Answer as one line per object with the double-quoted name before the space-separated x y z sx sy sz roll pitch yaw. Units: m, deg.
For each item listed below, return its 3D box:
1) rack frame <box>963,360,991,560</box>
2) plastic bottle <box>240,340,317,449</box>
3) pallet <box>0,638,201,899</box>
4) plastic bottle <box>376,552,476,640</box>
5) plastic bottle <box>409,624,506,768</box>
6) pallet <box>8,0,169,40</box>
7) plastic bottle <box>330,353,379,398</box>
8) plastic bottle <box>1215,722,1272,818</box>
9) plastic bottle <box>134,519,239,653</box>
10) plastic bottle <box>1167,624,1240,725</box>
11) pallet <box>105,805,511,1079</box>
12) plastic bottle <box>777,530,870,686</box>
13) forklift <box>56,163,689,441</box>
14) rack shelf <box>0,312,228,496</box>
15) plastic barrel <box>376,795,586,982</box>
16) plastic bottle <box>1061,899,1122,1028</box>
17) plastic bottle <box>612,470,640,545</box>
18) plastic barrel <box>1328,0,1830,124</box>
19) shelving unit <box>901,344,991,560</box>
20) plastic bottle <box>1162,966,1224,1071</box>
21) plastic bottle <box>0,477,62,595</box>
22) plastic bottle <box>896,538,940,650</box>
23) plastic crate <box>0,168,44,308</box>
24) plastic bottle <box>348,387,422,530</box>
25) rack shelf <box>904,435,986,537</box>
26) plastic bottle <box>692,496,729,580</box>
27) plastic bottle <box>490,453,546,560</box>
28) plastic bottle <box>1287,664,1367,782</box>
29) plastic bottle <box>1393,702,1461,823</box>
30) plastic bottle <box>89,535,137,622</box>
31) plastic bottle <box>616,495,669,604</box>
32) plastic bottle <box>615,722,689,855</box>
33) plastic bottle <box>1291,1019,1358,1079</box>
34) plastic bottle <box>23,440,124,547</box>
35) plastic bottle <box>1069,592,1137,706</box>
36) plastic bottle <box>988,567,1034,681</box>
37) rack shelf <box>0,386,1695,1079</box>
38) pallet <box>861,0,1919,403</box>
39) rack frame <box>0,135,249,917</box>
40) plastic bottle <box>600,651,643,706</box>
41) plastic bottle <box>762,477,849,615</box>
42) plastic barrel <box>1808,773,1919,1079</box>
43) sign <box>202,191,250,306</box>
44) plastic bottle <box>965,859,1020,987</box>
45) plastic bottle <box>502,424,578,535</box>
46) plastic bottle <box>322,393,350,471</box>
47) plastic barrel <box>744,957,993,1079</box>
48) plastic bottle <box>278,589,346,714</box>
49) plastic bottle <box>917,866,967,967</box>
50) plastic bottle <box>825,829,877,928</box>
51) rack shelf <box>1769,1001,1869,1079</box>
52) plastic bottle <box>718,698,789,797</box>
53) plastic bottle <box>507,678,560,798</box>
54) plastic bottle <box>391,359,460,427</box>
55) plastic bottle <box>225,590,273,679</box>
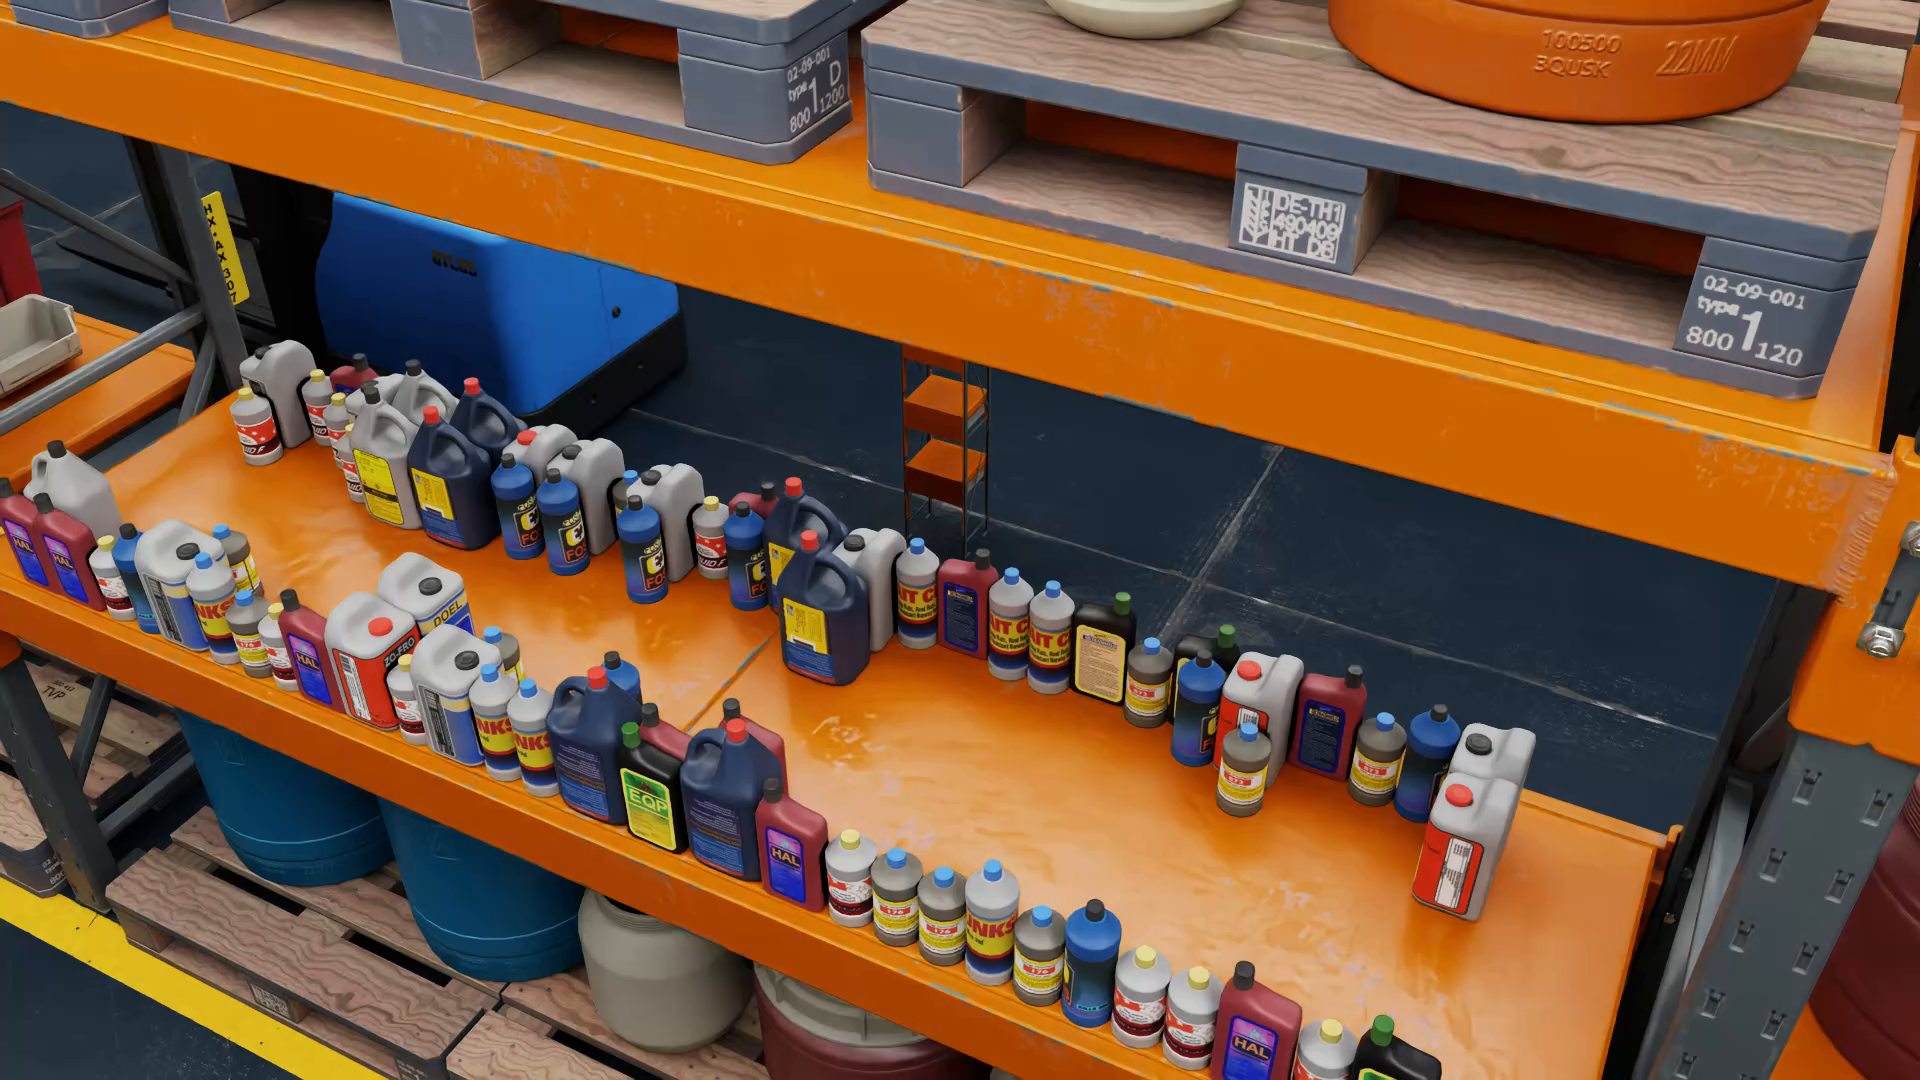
"rack frame" 0.061 -0.399 5.907 0.008 1.050 0.200 17 41 21
"plastic bottle" -1.796 -0.404 4.404 0.135 0.276 0.152 17 41 21
"pallet" -2.965 0.538 5.367 1.213 0.211 1.003 17 41 21
"plastic bottle" -1.166 0.169 3.649 0.135 0.276 0.152 17 41 21
"plastic bottle" -1.030 0.315 3.456 0.135 0.276 0.152 17 41 21
"pallet" -1.553 -1.343 3.214 1.003 0.211 1.213 17 41 21
"plastic bottle" -1.569 -0.367 4.349 0.133 0.283 0.061 17 41 21
"plastic bottle" 0.570 0.452 3.338 0.097 0.201 0.097 0 37 0
"plastic bottle" -1.733 0.095 3.747 0.135 0.276 0.152 17 41 21
"plastic bottle" 0.513 0.285 3.490 0.133 0.283 0.061 17 41 21
"pallet" -1.628 0.958 4.813 1.213 0.211 1.003 17 41 21
"plastic bottle" -0.300 0.136 3.631 0.185 0.351 0.144 17 41 21
"forklift" -2.708 -2.096 6.587 3.031 2.935 1.130 19 41 23
"rack shelf" -4.070 -0.659 5.232 4.000 0.370 1.077 17 41 21
"plastic barrel" -1.190 0.636 4.319 0.708 0.901 0.600 17 41 21
"plastic bottle" 0.230 0.730 2.913 0.097 0.271 0.097 0 37 0
"plastic bottle" -0.788 -0.077 4.035 0.097 0.201 0.097 0 37 0
"plastic barrel" 0.755 -0.970 1.863 0.708 0.830 0.600 17 41 21
"shelving unit" -0.048 -0.433 5.952 0.252 1.050 0.215 17 41 21
"plastic bottle" 0.403 0.812 2.863 0.097 0.201 0.097 0 37 0
"plastic bottle" -2.165 -0.012 3.881 0.133 0.283 0.061 17 41 21
"plastic bottle" -0.094 0.112 3.728 0.097 0.271 0.097 0 37 0
"plastic crate" -2.972 -0.822 4.749 0.583 0.464 0.402 17 41 21
"plastic bottle" -1.394 -0.212 4.090 0.185 0.351 0.144 17 41 21
"rack shelf" -0.048 -0.203 6.127 0.240 0.259 0.215 17 41 21
"plastic bottle" -0.582 -0.013 3.950 0.097 0.201 0.097 0 37 0
"plastic bottle" -1.064 -0.088 3.992 0.097 0.271 0.097 0 37 0
"plastic bottle" 0.751 0.360 3.392 0.133 0.283 0.061 17 41 21
"plastic bottle" 0.932 0.433 3.305 0.097 0.271 0.097 0 37 0
"plastic bottle" -1.936 0.080 3.828 0.097 0.201 0.097 0 37 0
"plastic bottle" -0.739 0.014 3.857 0.097 0.271 0.097 0 37 0
"plastic bottle" -0.595 0.480 3.234 0.133 0.283 0.061 17 41 21
"plastic bottle" 0.608 0.877 2.779 0.097 0.201 0.097 0 37 0
"plastic bottle" -2.095 -0.087 3.924 0.185 0.351 0.144 17 41 21
"plastic bottle" 0.308 0.221 3.575 0.133 0.283 0.061 17 41 21
"plastic bottle" 0.111 0.176 3.643 0.097 0.271 0.097 0 37 0
"rack shelf" -0.518 0.453 3.767 4.000 0.370 1.077 17 41 21
"pallet" 0.623 -0.662 2.316 1.213 0.211 1.003 17 41 21
"rack frame" -2.294 -0.389 4.282 0.127 3.000 1.000 17 41 21
"plastic bottle" -0.701 0.341 3.427 0.097 0.271 0.097 0 37 0
"plastic bottle" -0.349 0.016 3.788 0.185 0.351 0.144 17 41 21
"plastic barrel" 1.809 0.635 2.820 0.708 0.536 0.600 17 41 21
"sign" -2.040 -0.794 4.587 0.005 0.325 0.100 17 41 21
"plastic bottle" 0.058 0.676 2.985 0.097 0.271 0.097 0 37 0
"plastic bottle" -1.023 -0.162 4.085 0.135 0.276 0.152 17 41 21
"plastic bottle" -1.590 -0.287 4.311 0.097 0.201 0.097 0 37 0
"plastic barrel" -0.187 1.075 4.000 0.708 0.588 0.600 17 41 21
"plastic bottle" -1.376 0.235 3.556 0.133 0.283 0.061 17 41 21
"plastic bottle" -0.029 0.677 3.041 0.097 0.201 0.097 0 37 0
"plastic bottle" -0.202 0.623 3.113 0.097 0.201 0.097 0 37 0
"rack shelf" 3.034 1.565 2.302 4.000 0.370 1.077 17 41 21
"plastic bottle" -0.410 0.439 3.287 0.133 0.283 0.061 17 41 21
"plastic bottle" -0.853 0.391 3.360 0.097 0.271 0.097 0 37 0
"plastic bottle" -1.328 -0.290 4.192 0.185 0.351 0.144 17 41 21
"plastic bottle" -1.557 0.199 3.672 0.097 0.201 0.097 0 37 0
